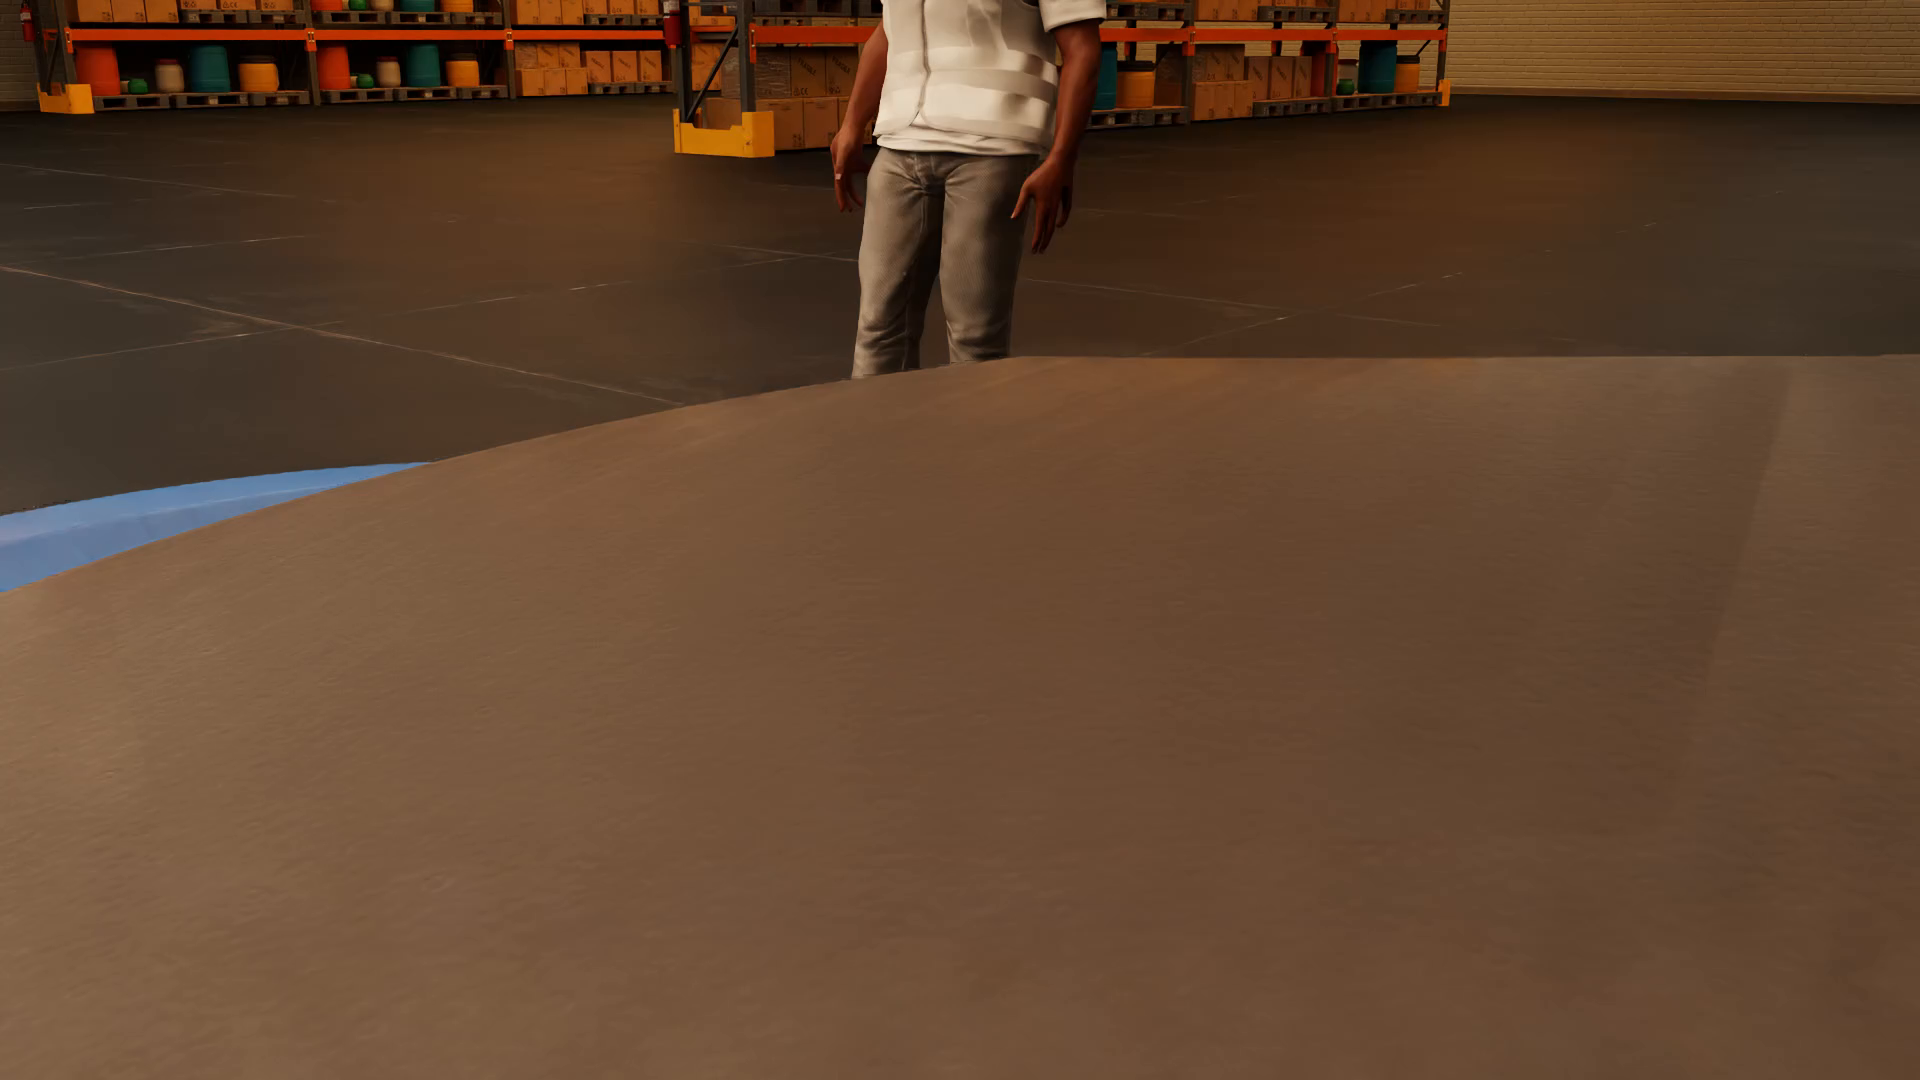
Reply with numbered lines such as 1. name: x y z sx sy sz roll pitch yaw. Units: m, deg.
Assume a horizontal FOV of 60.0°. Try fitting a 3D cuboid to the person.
1. person: -0.049 -0.838 3.636 0.666 1.765 0.577 13 21 37
